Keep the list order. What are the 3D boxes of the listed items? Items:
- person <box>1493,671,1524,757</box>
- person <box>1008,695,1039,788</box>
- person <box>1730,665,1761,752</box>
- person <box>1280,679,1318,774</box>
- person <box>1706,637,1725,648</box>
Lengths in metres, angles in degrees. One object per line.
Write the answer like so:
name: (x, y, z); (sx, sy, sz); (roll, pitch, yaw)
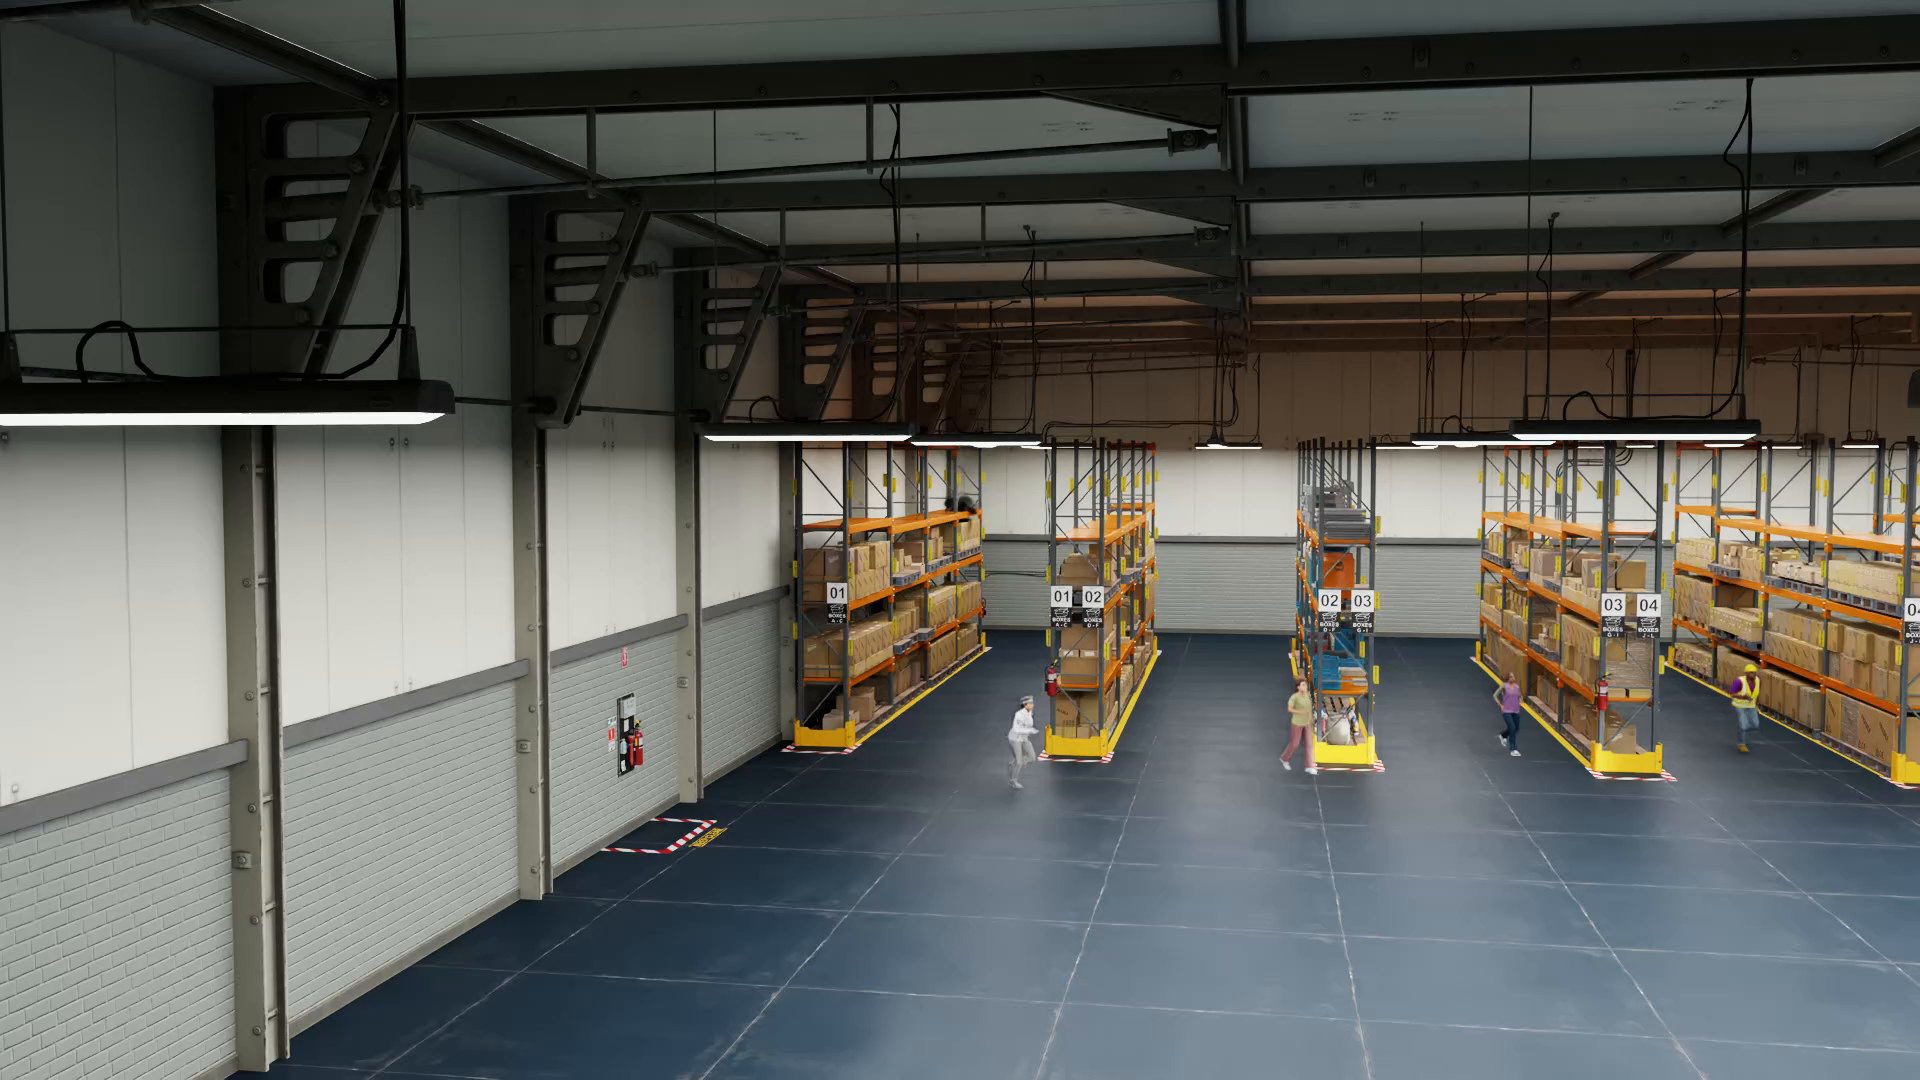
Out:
person: (10.397, 3.264, 31.480); (0.548, 1.569, 0.813); (-1, 3, -13)
person: (1.085, 3.428, 28.267); (0.652, 1.628, 0.597); (2, 4, 38)
person: (15.026, 3.208, 31.718); (0.680, 1.693, 0.702); (0, 3, -1)
person: (6.058, 3.292, 29.593); (0.588, 1.661, 0.878); (-2, 3, -30)
person: (20.980, 2.481, 46.100); (0.638, 1.595, 0.517); (-1, 3, -17)
